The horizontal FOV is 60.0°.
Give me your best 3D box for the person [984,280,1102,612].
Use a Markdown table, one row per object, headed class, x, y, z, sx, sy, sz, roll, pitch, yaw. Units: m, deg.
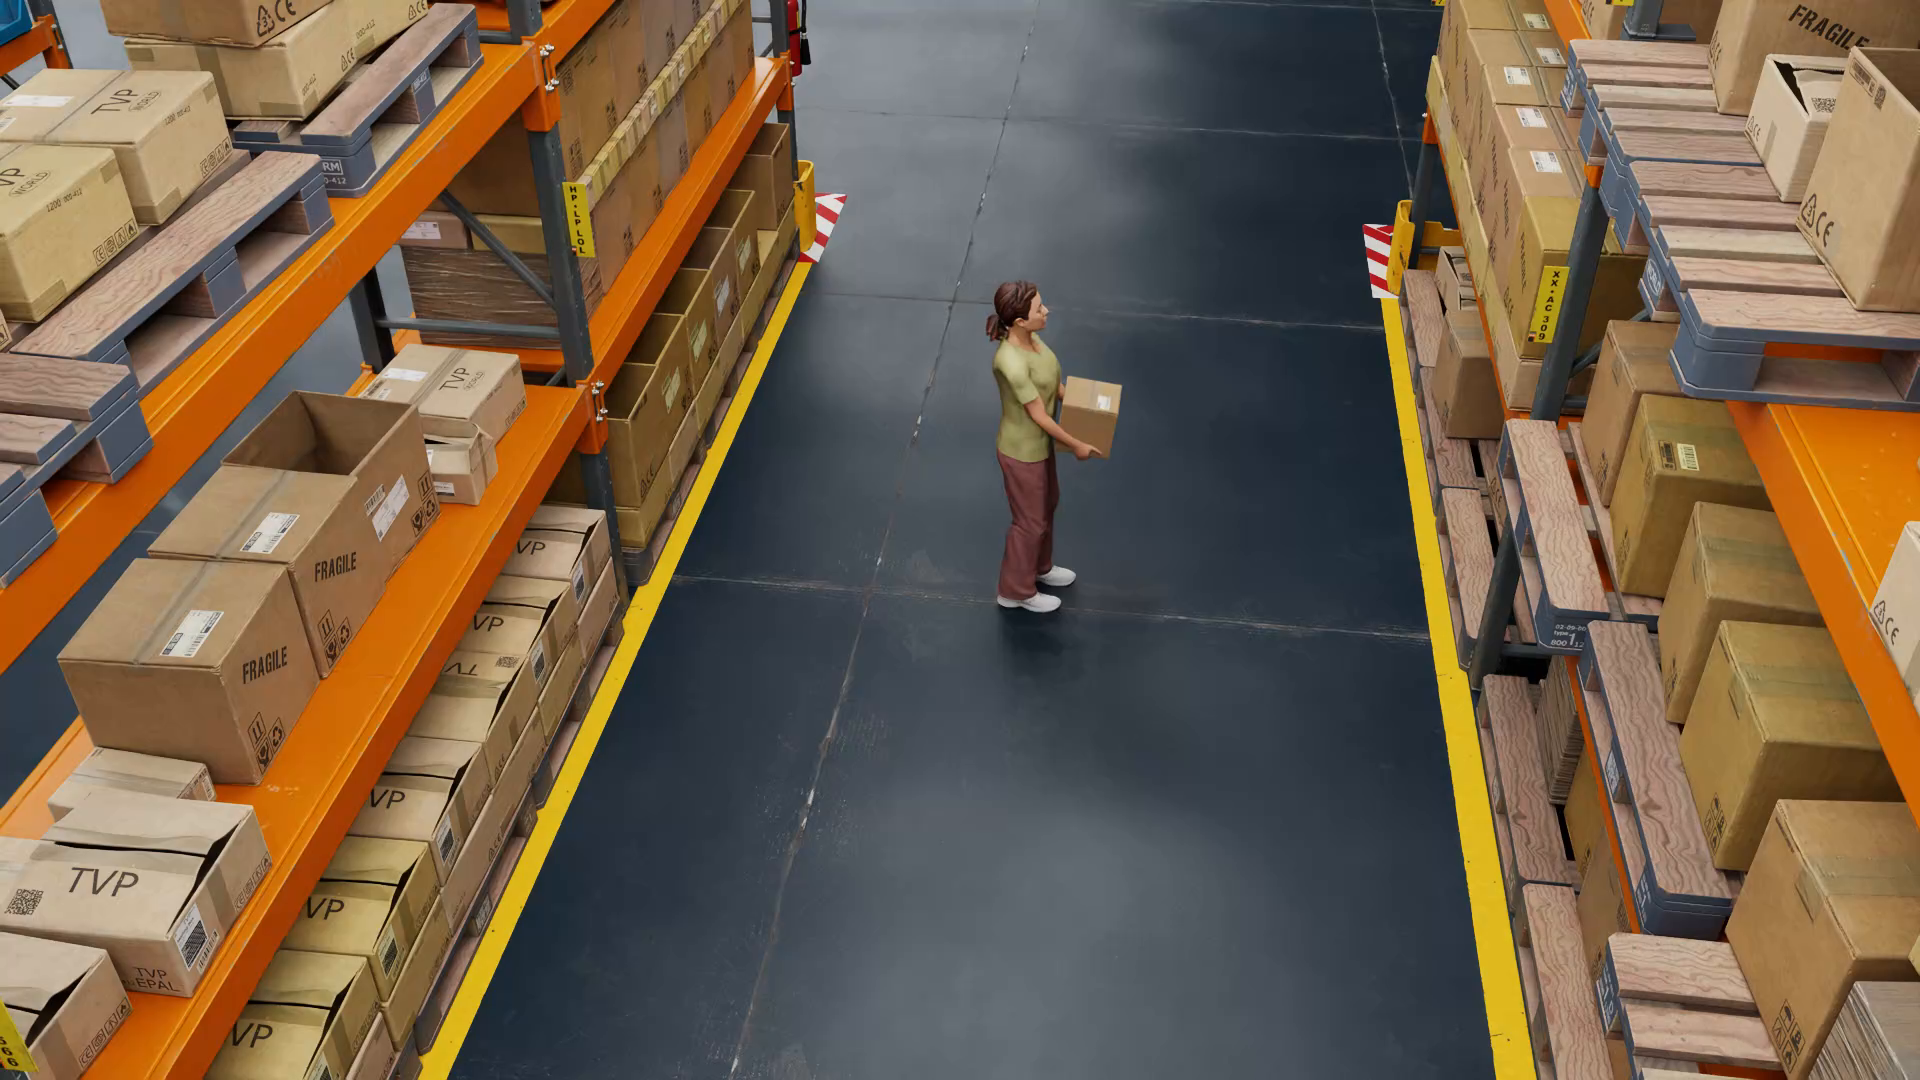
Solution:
| class | x | y | z | sx | sy | sz | roll | pitch | yaw |
| --- | --- | --- | --- | --- | --- | --- | --- | --- | --- |
| person | 0.380 | -0.421 | 7.625 | 0.558 | 1.664 | 0.425 | 5 | 37 | 7 |
